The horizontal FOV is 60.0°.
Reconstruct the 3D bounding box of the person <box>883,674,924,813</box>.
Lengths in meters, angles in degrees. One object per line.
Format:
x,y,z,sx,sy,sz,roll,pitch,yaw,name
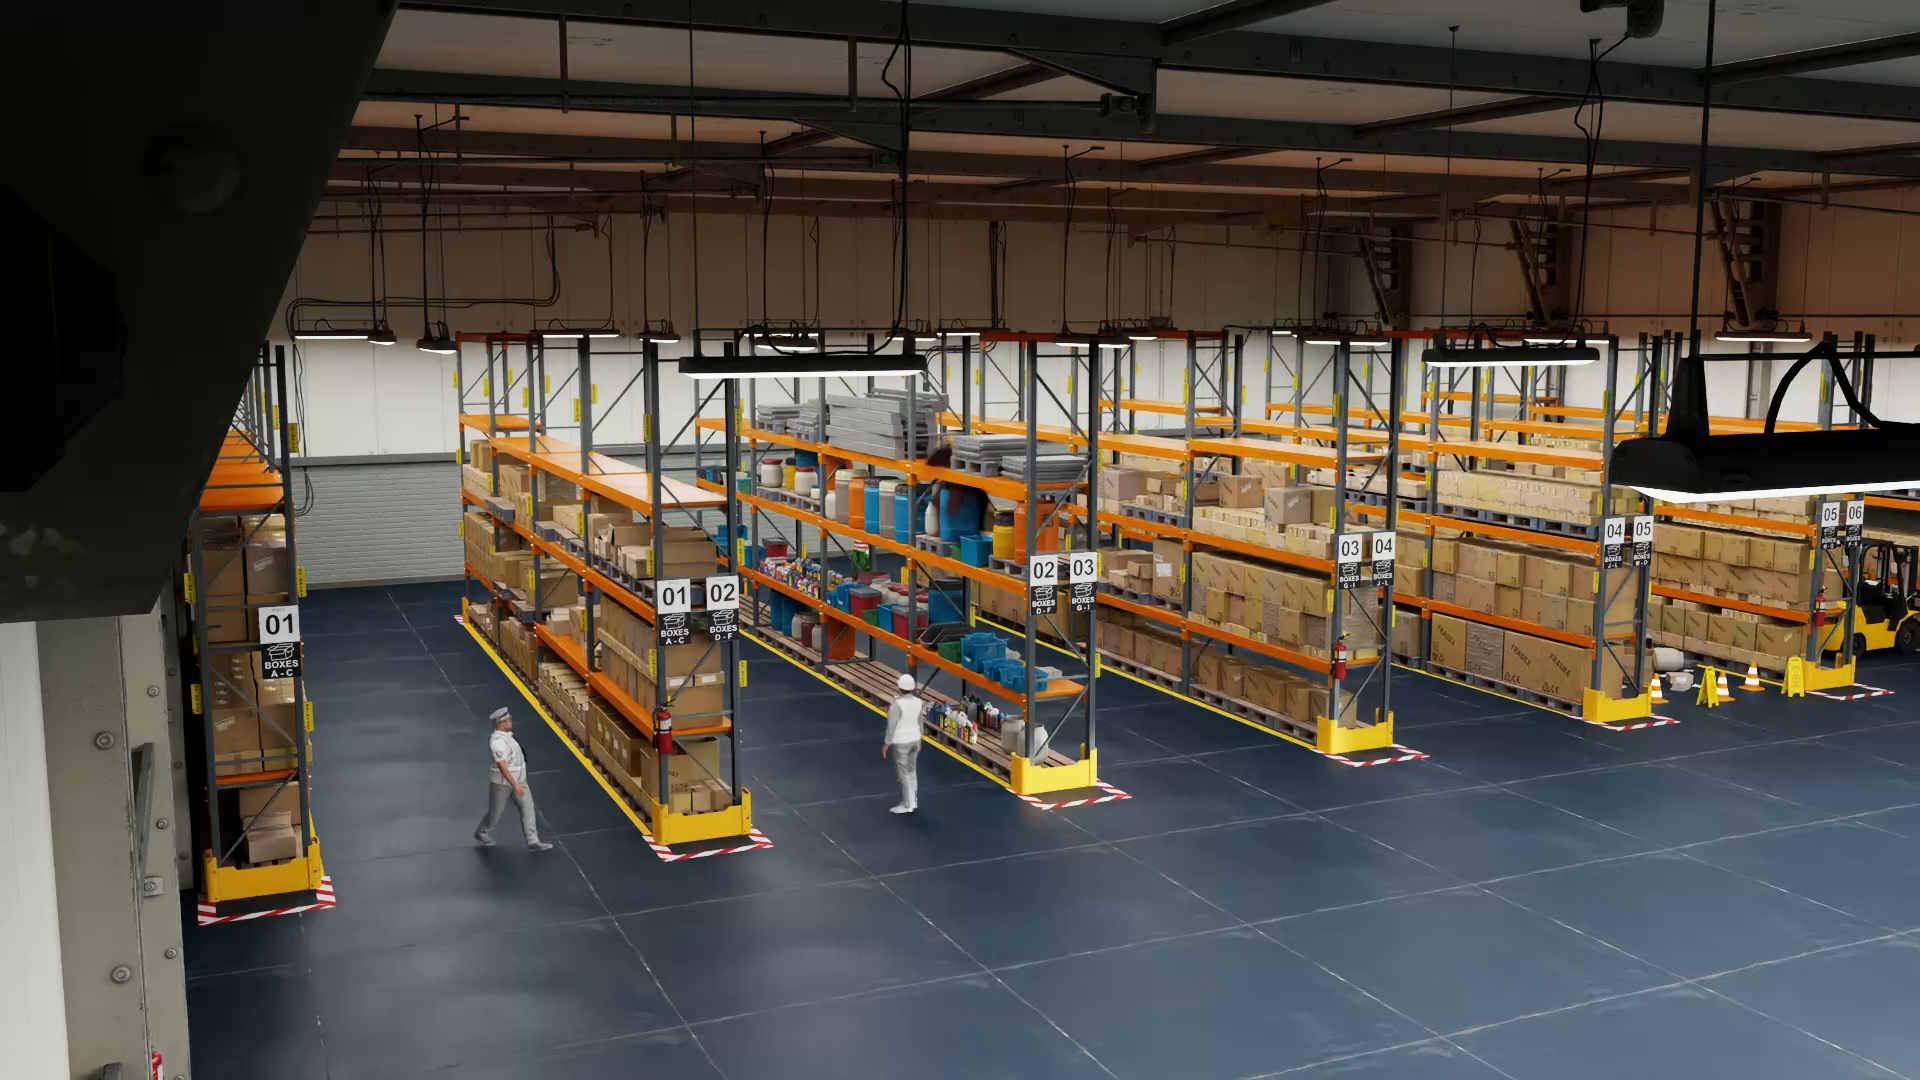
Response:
-0.712,2.601,21.292,0.392,1.798,0.585,7,10,42,person

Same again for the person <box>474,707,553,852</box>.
-5.330,2.837,19.670,1.060,1.725,0.521,5,9,33,person

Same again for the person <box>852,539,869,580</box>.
-2.253,0.247,38.659,0.755,1.772,0.601,-7,10,-42,person
